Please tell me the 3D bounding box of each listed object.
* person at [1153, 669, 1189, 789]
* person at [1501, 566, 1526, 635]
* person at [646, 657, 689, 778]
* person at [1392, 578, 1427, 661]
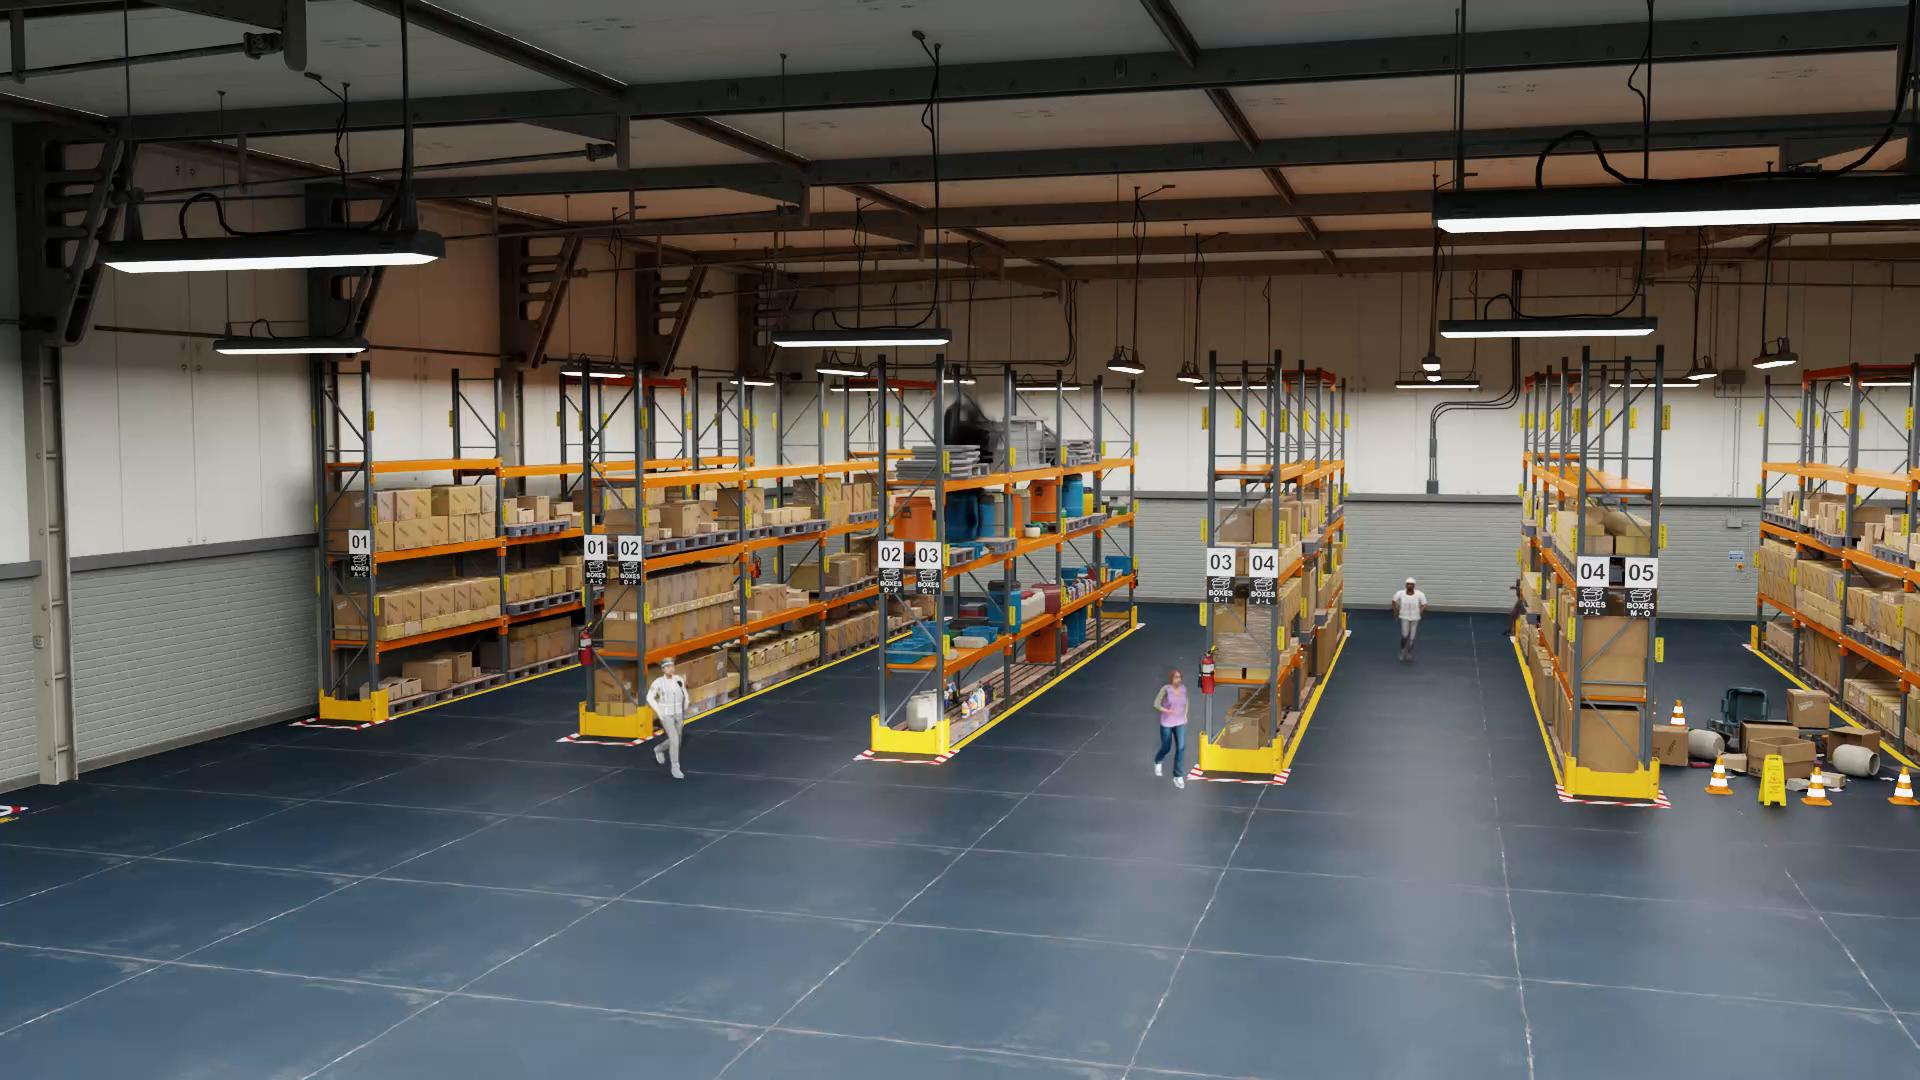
[{"bbox_3d":[2.931,2.562,22.987,0.559,1.590,0.881,-1,4,-14],"label":"person"},{"bbox_3d":[13.115,1.372,38.739,0.937,1.725,0.703,0,4,6],"label":"person"},{"bbox_3d":[-4.125,2.489,23.599,0.612,1.695,0.746,-3,5,-39],"label":"person"},{"bbox_3d":[9.362,1.656,34.590,0.697,1.753,0.672,1,4,8],"label":"person"}]
